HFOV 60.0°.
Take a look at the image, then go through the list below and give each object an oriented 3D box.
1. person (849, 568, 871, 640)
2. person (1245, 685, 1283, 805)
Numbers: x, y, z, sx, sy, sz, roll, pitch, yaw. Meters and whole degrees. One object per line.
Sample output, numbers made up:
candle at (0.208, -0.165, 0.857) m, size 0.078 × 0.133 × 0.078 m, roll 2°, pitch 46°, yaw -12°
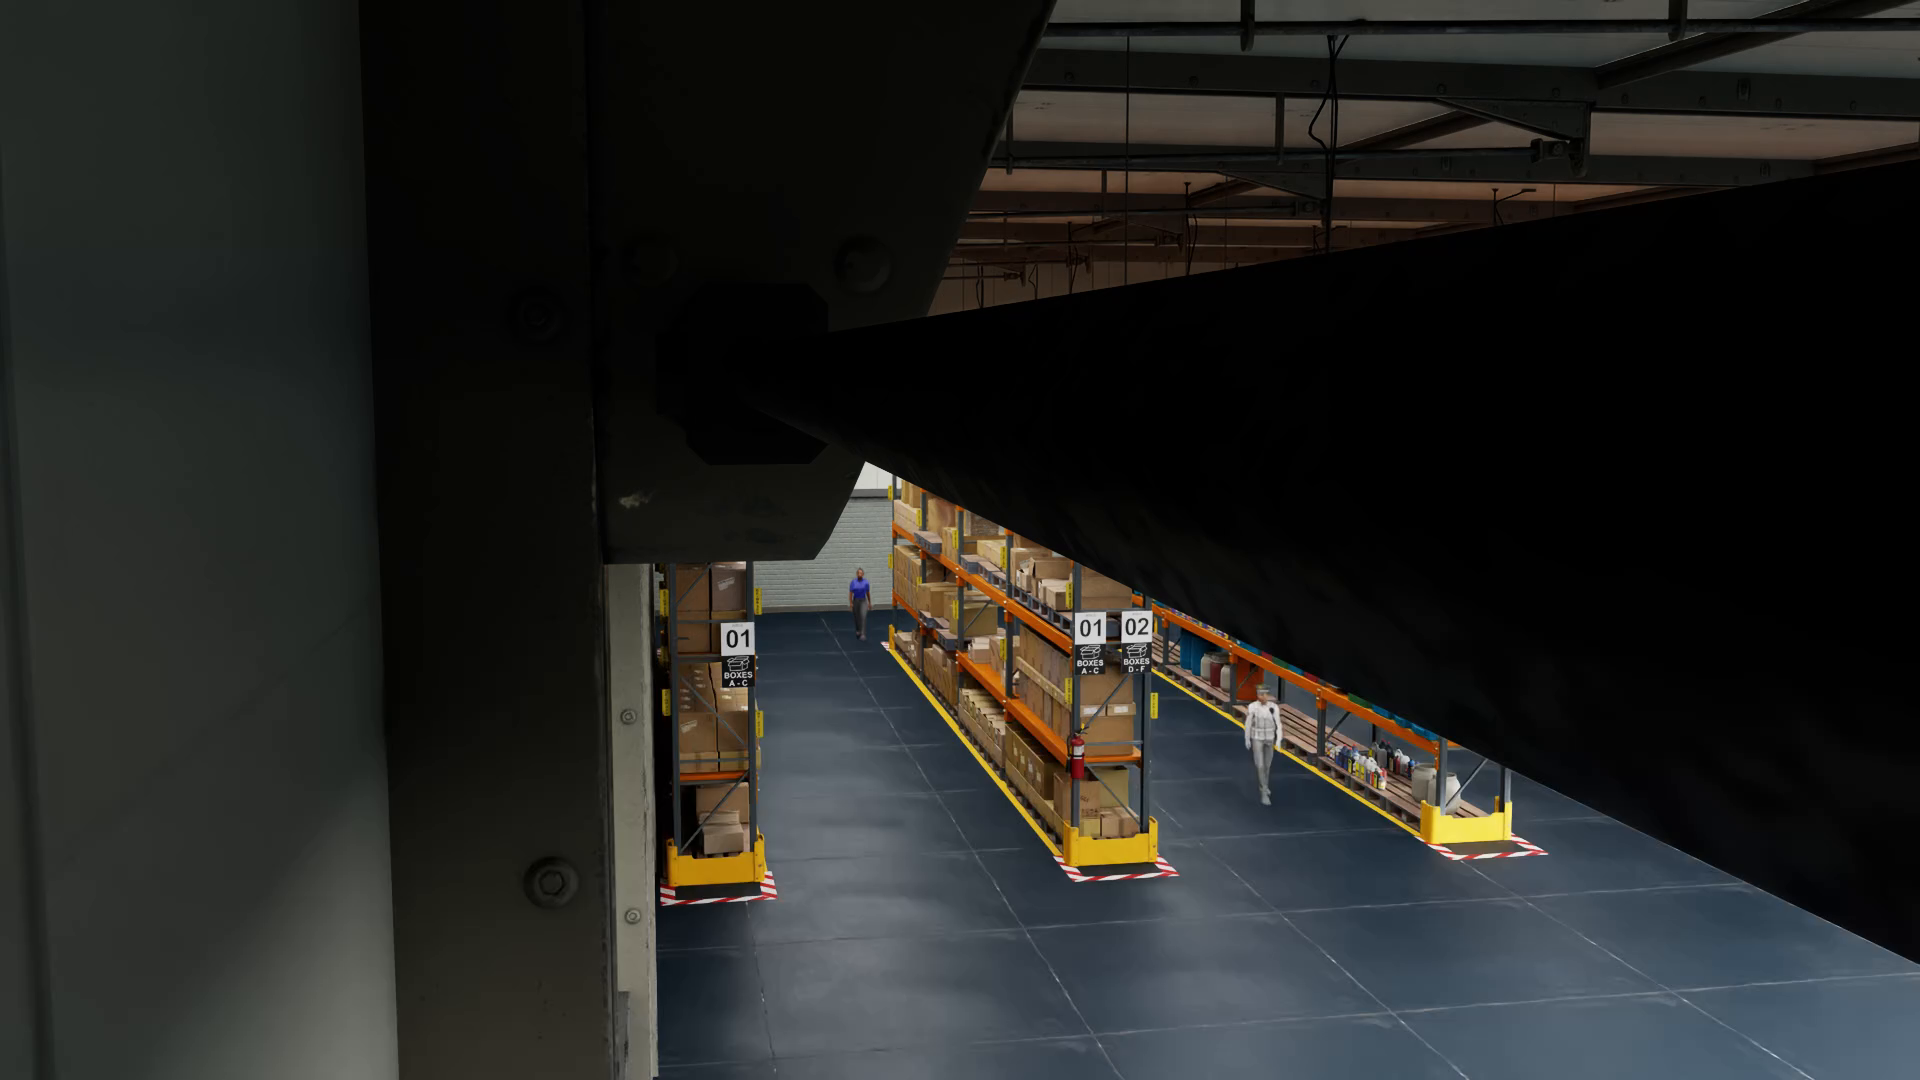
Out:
person at (-2.284, 1.436, 37.719) m, size 0.465 × 1.580 × 1.040 m, roll 1°, pitch 6°, yaw 6°
person at (4.398, 2.929, 23.999) m, size 0.510 × 1.706 × 0.724 m, roll 0°, pitch 6°, yaw -3°
